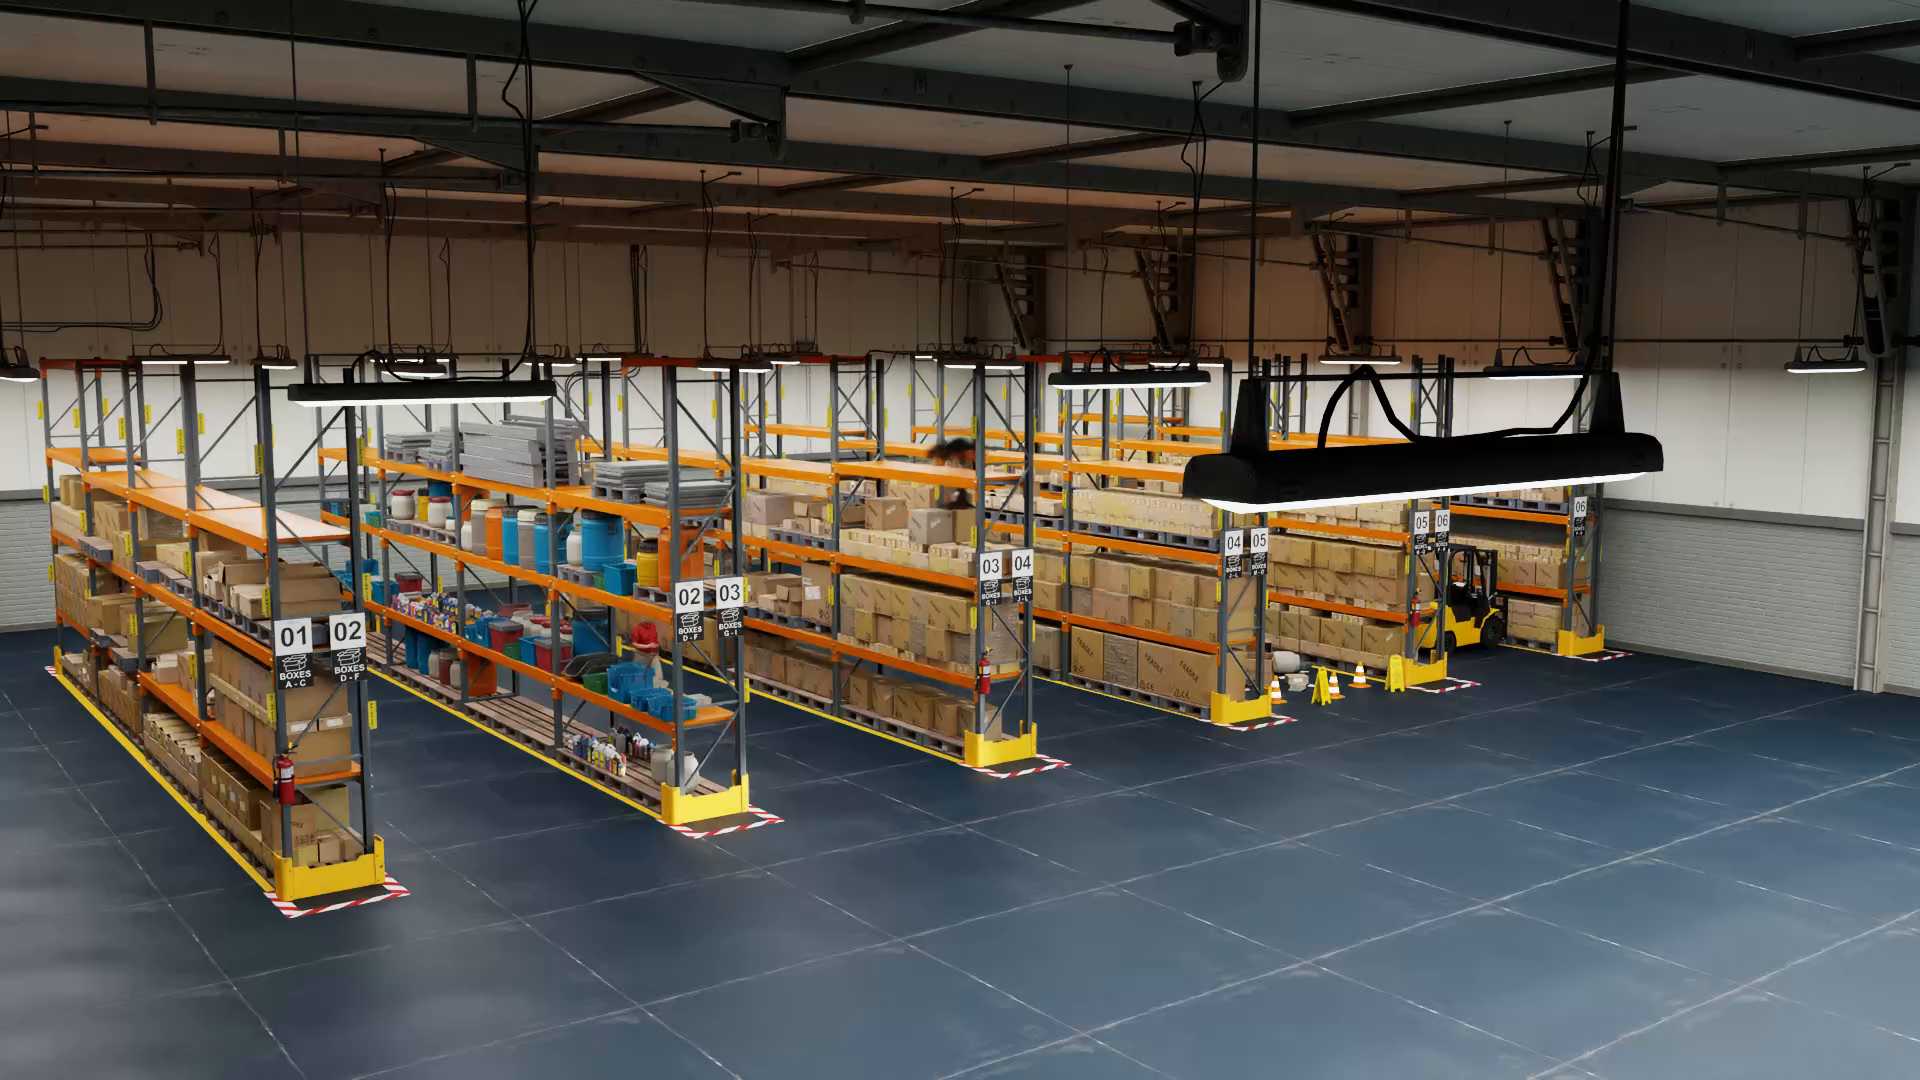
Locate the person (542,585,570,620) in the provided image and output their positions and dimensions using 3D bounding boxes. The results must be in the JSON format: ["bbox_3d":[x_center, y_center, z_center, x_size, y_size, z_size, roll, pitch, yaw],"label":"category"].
[{"bbox_3d":[-8.371,1.329,34.633,0.527,1.731,0.843,-6,9,-39],"label":"person"}]

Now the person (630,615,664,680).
[{"bbox_3d":[-5.371,2.077,28.460,0.625,1.790,0.854,-6,9,-42],"label":"person"}]
